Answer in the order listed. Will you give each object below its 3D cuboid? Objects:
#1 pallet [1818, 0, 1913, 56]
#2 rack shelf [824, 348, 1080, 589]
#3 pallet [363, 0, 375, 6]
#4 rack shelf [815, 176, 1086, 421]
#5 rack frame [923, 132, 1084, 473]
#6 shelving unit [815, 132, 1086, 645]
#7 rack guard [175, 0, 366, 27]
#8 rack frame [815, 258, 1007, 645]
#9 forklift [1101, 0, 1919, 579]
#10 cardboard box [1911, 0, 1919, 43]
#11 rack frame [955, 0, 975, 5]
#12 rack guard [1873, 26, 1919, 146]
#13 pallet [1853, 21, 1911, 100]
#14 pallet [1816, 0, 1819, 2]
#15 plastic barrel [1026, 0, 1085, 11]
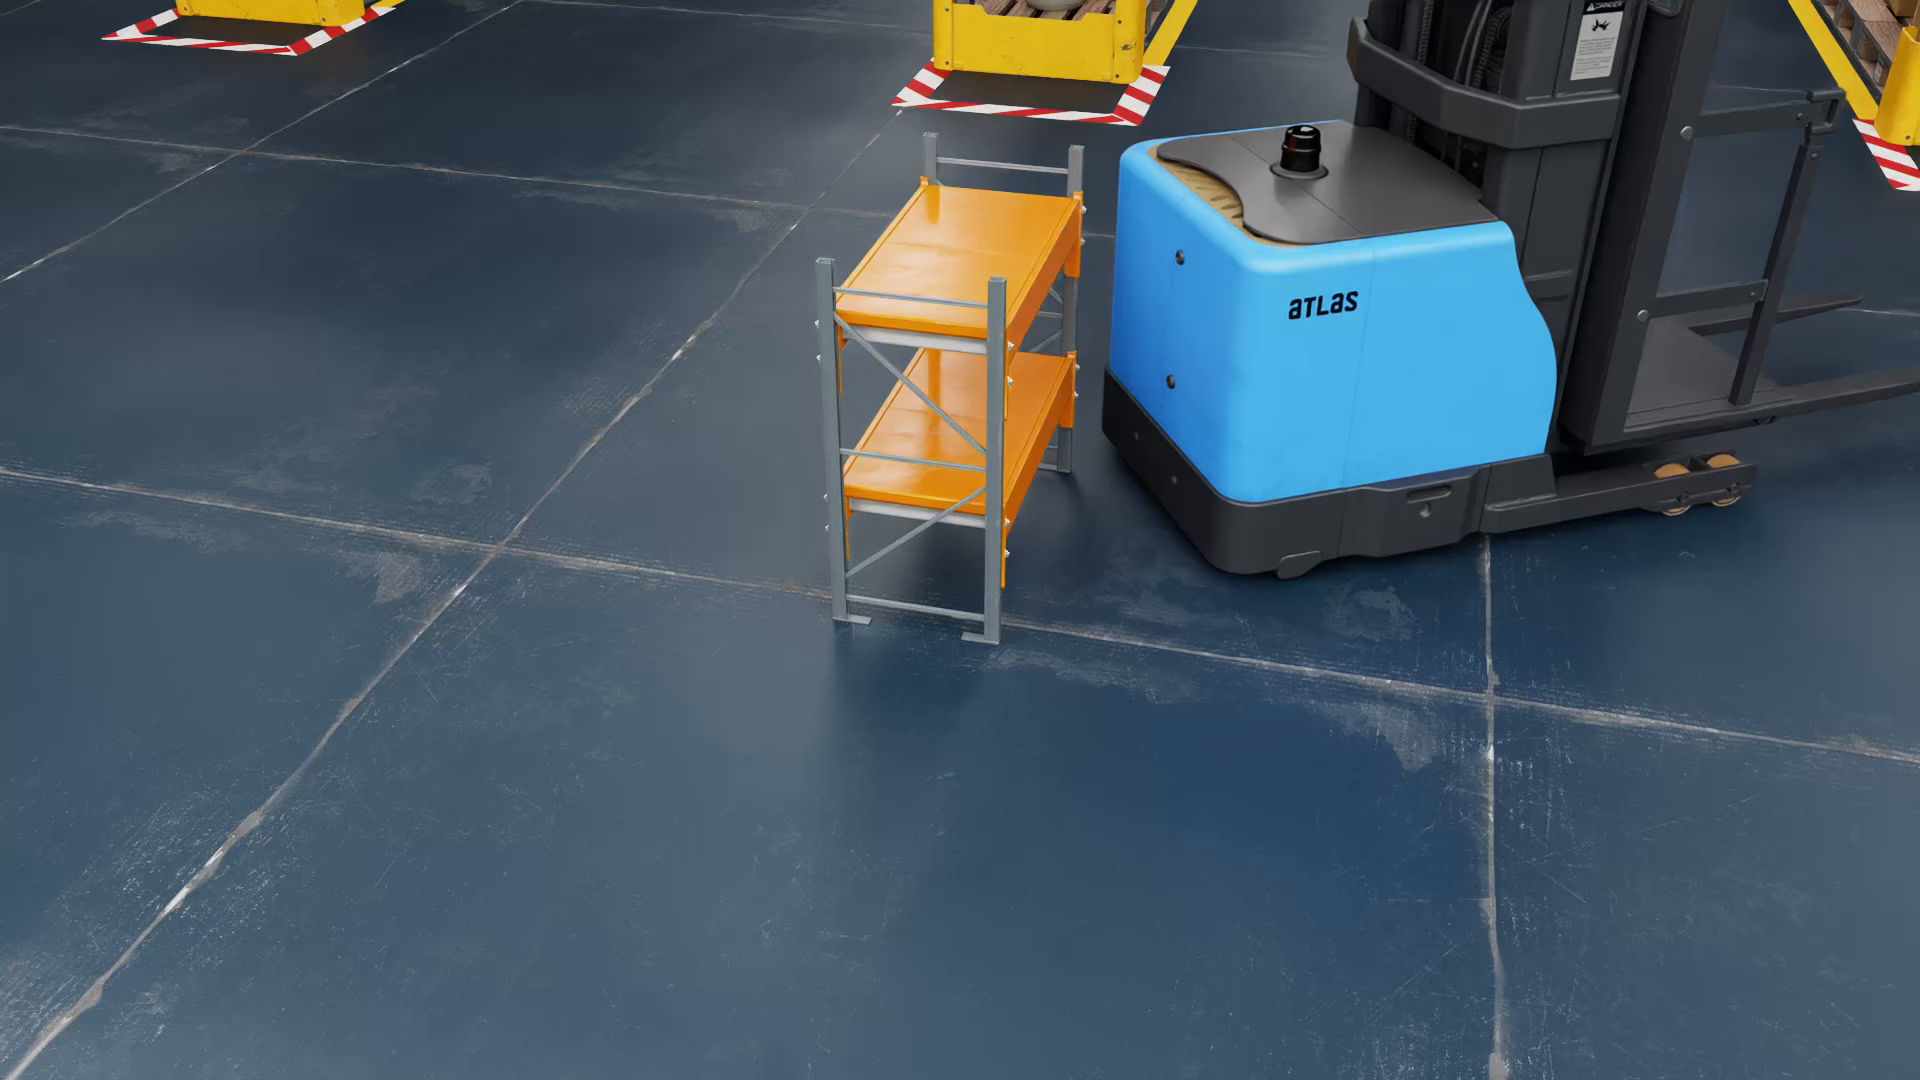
[{"bbox_3d":[5.831,-3.150,10.008,1.003,0.211,1.213,8,33,12],"label":"pallet"},{"bbox_3d":[0.002,-0.272,5.085,0.538,0.278,1.000,8,33,12],"label":"rack shelf"},{"bbox_3d":[-4.168,-3.816,11.056,1.003,0.211,1.213,8,33,12],"label":"pallet"},{"bbox_3d":[0.002,-0.725,4.797,0.538,0.278,1.000,8,33,12],"label":"rack shelf"},{"bbox_3d":[0.131,-0.742,5.369,0.500,1.125,0.032,8,33,12],"label":"rack frame"},{"bbox_3d":[0.002,-0.478,4.954,0.538,1.125,1.048,8,33,12],"label":"shelving unit"},{"bbox_3d":[-4.327,-3.523,10.325,1.175,0.500,0.348,8,33,12],"label":"rack guard"},{"bbox_3d":[-0.127,-0.214,4.539,0.500,1.125,0.032,8,33,12],"label":"rack frame"},{"bbox_3d":[2.061,-1.575,4.995,3.031,2.935,1.130,-10,34,-15],"label":"forklift"},{"bbox_3d":[5.553,-2.998,9.109,0.500,0.500,0.500,17,36,25],"label":"cardboard box"},{"bbox_3d":[0.469,-3.914,8.610,1.000,3.000,0.127,8,33,12],"label":"rack frame"},{"bbox_3d":[5.279,-2.224,8.282,1.175,0.500,0.348,8,33,12],"label":"rack guard"},{"bbox_3d":[5.519,-2.519,9.015,1.003,0.211,1.213,8,33,12],"label":"pallet"},{"bbox_3d":[6.139,-3.785,11.007,1.003,0.211,1.213,8,33,12],"label":"pallet"},{"bbox_3d":[0.562,-3.393,9.719,0.421,0.512,0.421,0,32,0],"label":"plastic barrel"}]
